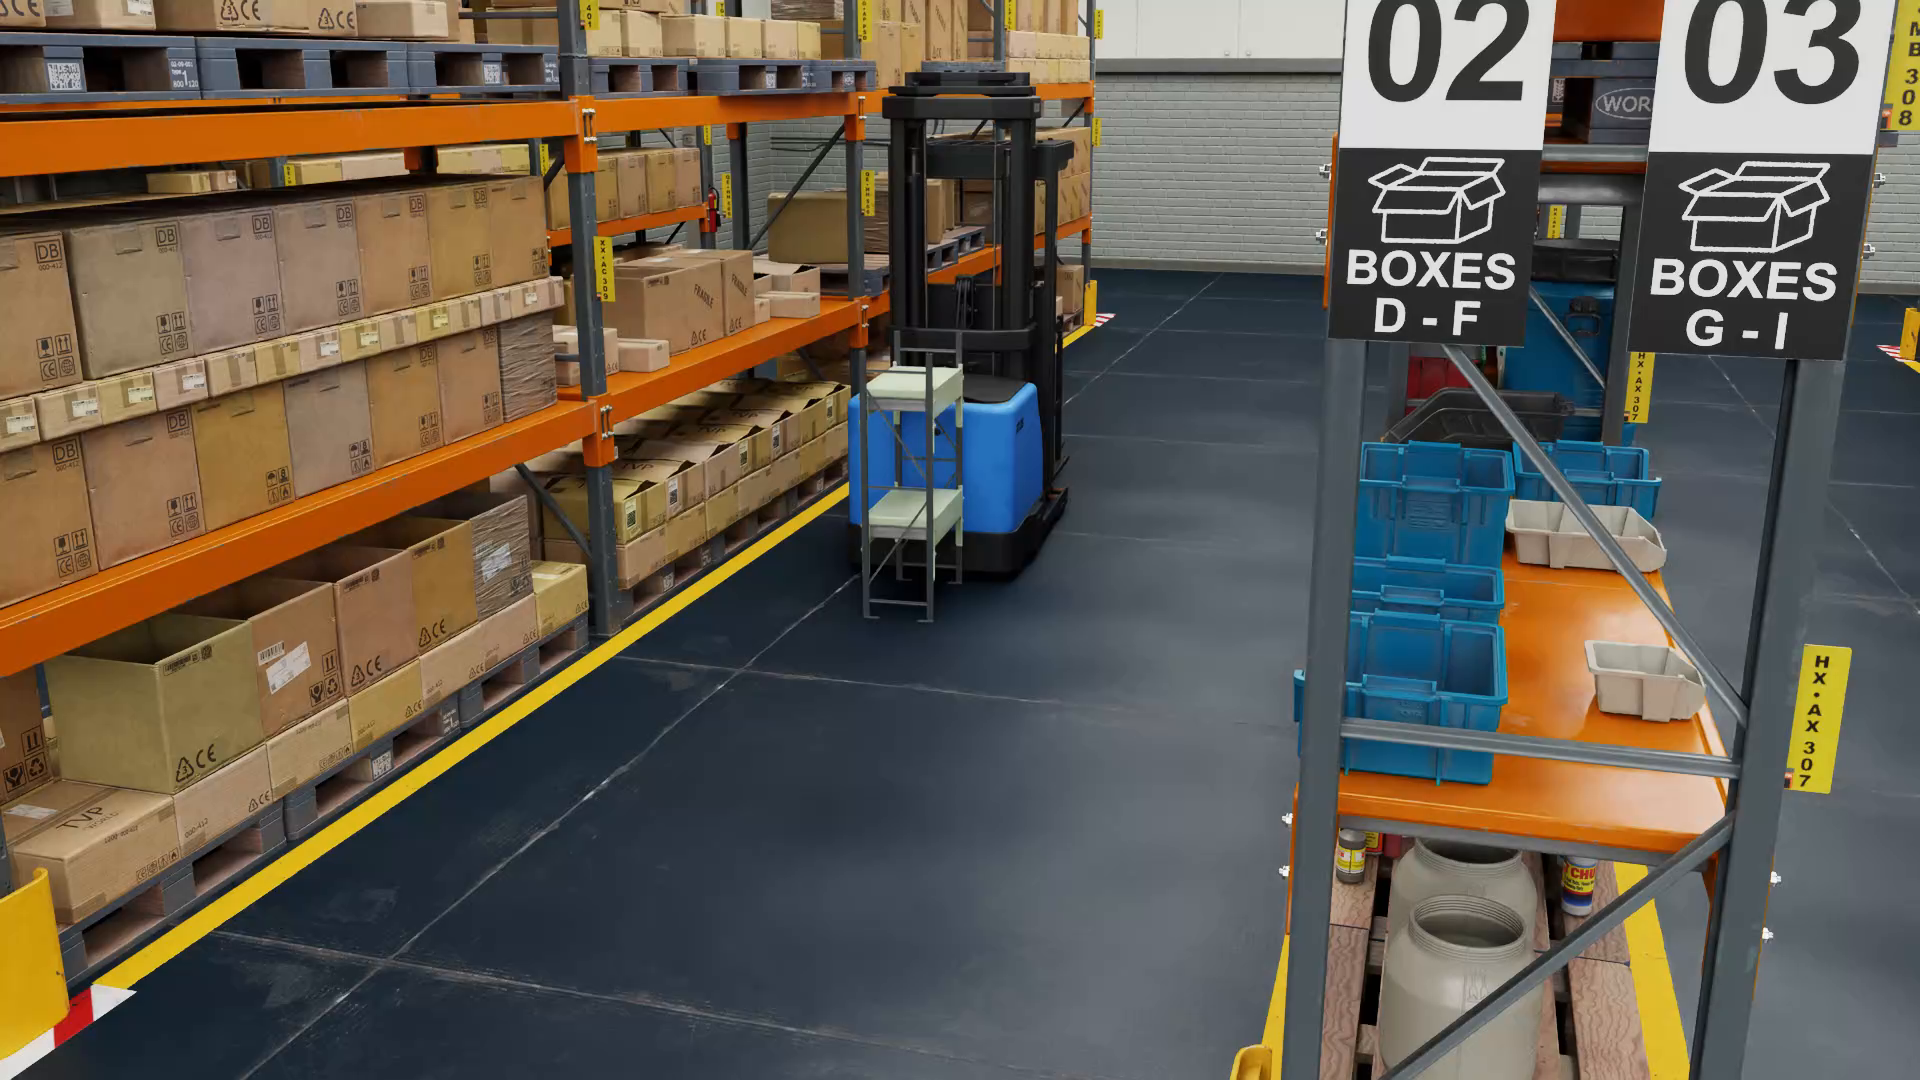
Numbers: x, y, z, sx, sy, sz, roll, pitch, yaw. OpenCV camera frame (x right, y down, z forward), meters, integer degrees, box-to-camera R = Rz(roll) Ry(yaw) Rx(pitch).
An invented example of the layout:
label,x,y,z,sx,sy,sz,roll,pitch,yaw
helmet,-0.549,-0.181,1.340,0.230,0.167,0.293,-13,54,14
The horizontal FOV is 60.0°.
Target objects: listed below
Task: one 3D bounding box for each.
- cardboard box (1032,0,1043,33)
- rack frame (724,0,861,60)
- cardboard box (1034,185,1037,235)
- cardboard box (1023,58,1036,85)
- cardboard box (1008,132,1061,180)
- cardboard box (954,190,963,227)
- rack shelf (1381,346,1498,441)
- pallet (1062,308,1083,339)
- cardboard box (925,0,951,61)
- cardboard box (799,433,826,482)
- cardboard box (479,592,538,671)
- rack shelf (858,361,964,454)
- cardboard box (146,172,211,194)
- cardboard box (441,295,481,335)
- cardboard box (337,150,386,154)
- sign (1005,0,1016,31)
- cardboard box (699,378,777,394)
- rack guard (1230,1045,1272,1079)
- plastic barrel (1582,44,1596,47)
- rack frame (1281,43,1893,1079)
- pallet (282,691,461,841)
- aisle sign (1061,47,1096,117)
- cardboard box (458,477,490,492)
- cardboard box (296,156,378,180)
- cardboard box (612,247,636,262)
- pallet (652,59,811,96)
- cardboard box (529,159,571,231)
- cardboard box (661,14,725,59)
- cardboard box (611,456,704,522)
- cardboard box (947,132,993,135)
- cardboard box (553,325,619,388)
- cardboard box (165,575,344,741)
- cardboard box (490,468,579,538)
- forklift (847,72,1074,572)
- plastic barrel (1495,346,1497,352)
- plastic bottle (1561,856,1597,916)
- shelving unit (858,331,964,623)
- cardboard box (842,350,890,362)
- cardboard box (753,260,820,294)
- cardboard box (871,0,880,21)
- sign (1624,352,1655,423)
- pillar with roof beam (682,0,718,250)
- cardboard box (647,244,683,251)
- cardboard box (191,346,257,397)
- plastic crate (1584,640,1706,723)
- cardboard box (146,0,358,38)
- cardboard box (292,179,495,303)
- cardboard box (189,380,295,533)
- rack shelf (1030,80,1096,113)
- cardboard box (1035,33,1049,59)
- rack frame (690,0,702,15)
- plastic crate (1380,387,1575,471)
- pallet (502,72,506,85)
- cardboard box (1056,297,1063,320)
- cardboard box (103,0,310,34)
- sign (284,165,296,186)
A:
label,x,y,z,sx,sy,sz,roll,pitch,yaw
cardboard box,0.448,-5.412,16.899,0.700,0.500,0.500,5,16,16
rack frame,-1.204,-4.898,11.606,1.000,3.000,0.127,5,16,16
cardboard box,0.481,-3.353,16.970,0.500,0.500,0.500,5,17,17
cardboard box,0.454,-4.668,16.567,0.500,0.250,0.500,5,16,16
cardboard box,0.775,-4.094,17.749,0.500,0.500,0.500,5,17,18
cardboard box,-0.172,-3.257,16.632,0.500,0.500,0.500,5,17,17
rack shelf,2.975,-0.757,9.321,1.077,0.370,4.000,5,16,16
pallet,0.822,-2.535,19.379,1.003,0.211,1.213,5,16,16
cardboard box,-0.450,-4.497,14.554,0.600,0.600,0.600,4,16,15
cardboard box,-1.263,-0.599,11.715,0.500,0.250,0.500,4,16,15
cardboard box,-2.415,0.424,8.107,0.500,0.250,0.500,5,16,16
rack shelf,-0.263,-0.749,9.292,0.431,0.370,0.720,3,16,12
cardboard box,-6.101,-2.789,12.987,0.380,0.149,0.250,2,16,7
cardboard box,-2.431,-1.036,7.612,0.380,0.149,0.250,5,16,16
cardboard box,-5.631,-3.498,15.525,0.500,0.250,0.500,4,16,15
sign,0.465,-4.897,15.433,0.100,0.325,0.005,5,16,16
cardboard box,-1.635,-1.047,12.264,0.500,0.311,0.500,5,17,18
rack guard,1.247,1.645,4.112,1.175,0.500,0.348,5,16,16
plastic barrel,1.472,-1.577,4.282,0.600,0.588,0.600,0,16,0
rack frame,1.270,0.466,3.688,1.000,3.000,0.127,5,16,16
pallet,-2.952,0.901,7.265,1.003,0.211,1.213,5,16,16
aisle sign,1.382,-5.350,19.429,0.394,0.787,0.004,5,16,16
cardboard box,-2.773,-0.108,8.609,0.500,0.500,0.500,5,16,16
cardboard box,-5.427,-3.196,14.461,0.500,0.250,0.500,4,16,15
cardboard box,-4.155,-3.459,20.149,0.380,0.149,0.250,5,17,16
pallet,-1.626,-2.887,10.359,1.003,0.211,1.213,5,17,18
cardboard box,-4.648,-3.726,17.920,0.980,0.700,0.700,5,17,17
cardboard box,-1.739,-3.034,10.036,0.500,0.250,0.500,3,16,11
cardboard box,-1.838,-0.334,9.750,0.500,0.311,0.500,4,16,15
cardboard box,0.114,-4.006,17.440,0.500,0.500,0.500,5,17,16
cardboard box,-2.243,-1.025,9.222,0.500,0.250,0.500,6,17,19
cardboard box,-2.842,0.455,6.622,0.500,0.500,0.500,5,16,16
cardboard box,-2.501,-0.242,9.429,0.500,0.311,0.500,5,16,16
forklift,0.135,-1.576,11.014,1.130,2.935,3.031,3,16,12
plastic barrel,3.336,-1.285,9.656,0.421,0.512,0.421,0,16,0
plastic bottle,2.084,1.117,5.588,0.097,0.271,0.097,0,16,0
shelving unit,-0.263,-0.374,9.398,0.431,1.500,0.755,3,16,12
cardboard box,-0.658,-1.255,13.532,0.500,0.500,0.500,4,16,14
cardboard box,-1.350,-1.877,12.114,0.500,0.311,0.500,6,17,19
cardboard box,-0.929,-4.231,12.737,0.500,0.500,0.500,5,16,16
sign,2.931,-0.668,7.179,0.100,0.325,0.005,5,16,16
pillar with roof beam,0.384,-7.814,21.886,9.100,9.000,0.400,5,16,16
cardboard box,-3.646,-3.561,20.509,0.380,0.149,0.250,4,16,15
cardboard box,-2.868,-0.635,6.200,0.380,0.149,0.250,4,16,14
plastic crate,1.833,0.384,4.462,0.298,0.136,0.250,5,16,16
cardboard box,-2.930,-2.306,6.751,0.797,0.503,0.637,7,17,22
cardboard box,-2.604,-1.389,7.667,0.700,0.500,0.500,5,16,16
cardboard box,-3.042,-0.355,6.402,0.700,0.500,0.500,5,17,16
rack shelf,0.501,-4.678,17.648,1.077,0.370,4.000,5,16,16
cardboard box,0.602,-5.039,16.958,0.500,0.250,0.500,5,16,16
rack frame,-3.681,-7.374,20.336,1.000,3.000,0.127,5,16,16
plastic crate,2.136,-0.423,6.938,0.767,0.338,0.504,5,16,16
pallet,-5.031,-4.549,16.223,0.805,0.209,1.217,4,16,14
cardboard box,0.852,-2.586,18.682,0.500,0.250,0.500,5,16,16
cardboard box,-2.744,-2.093,6.004,0.500,0.500,0.500,5,16,16
sign,-5.432,-2.874,13.489,0.100,0.325,0.005,5,16,16
